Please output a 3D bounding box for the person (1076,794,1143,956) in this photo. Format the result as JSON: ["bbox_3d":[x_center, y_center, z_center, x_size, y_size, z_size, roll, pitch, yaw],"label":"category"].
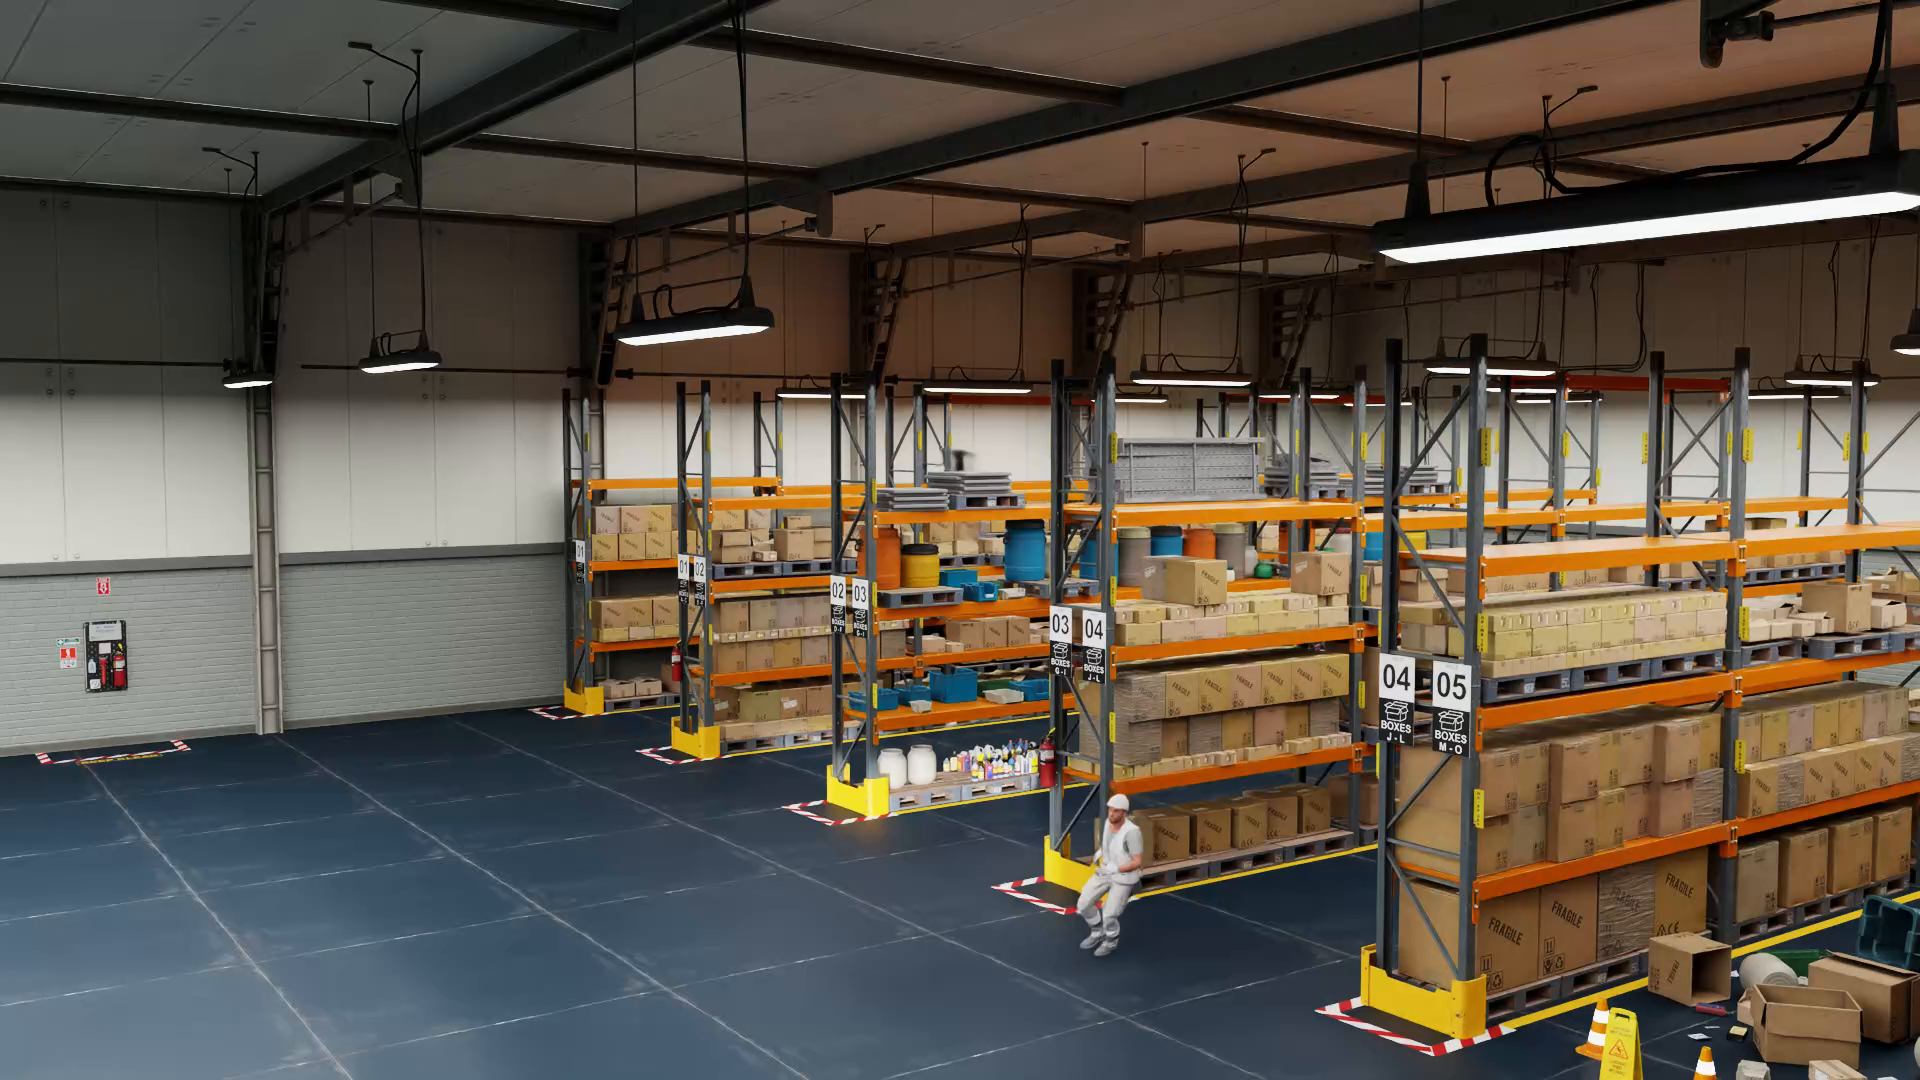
[{"bbox_3d":[1.454,3.289,16.213,0.838,1.690,0.712,3,5,43],"label":"person"}]

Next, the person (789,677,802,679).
[{"bbox_3d":[-3.038,2.317,30.946,0.697,1.717,0.566,3,5,43],"label":"person"}]
